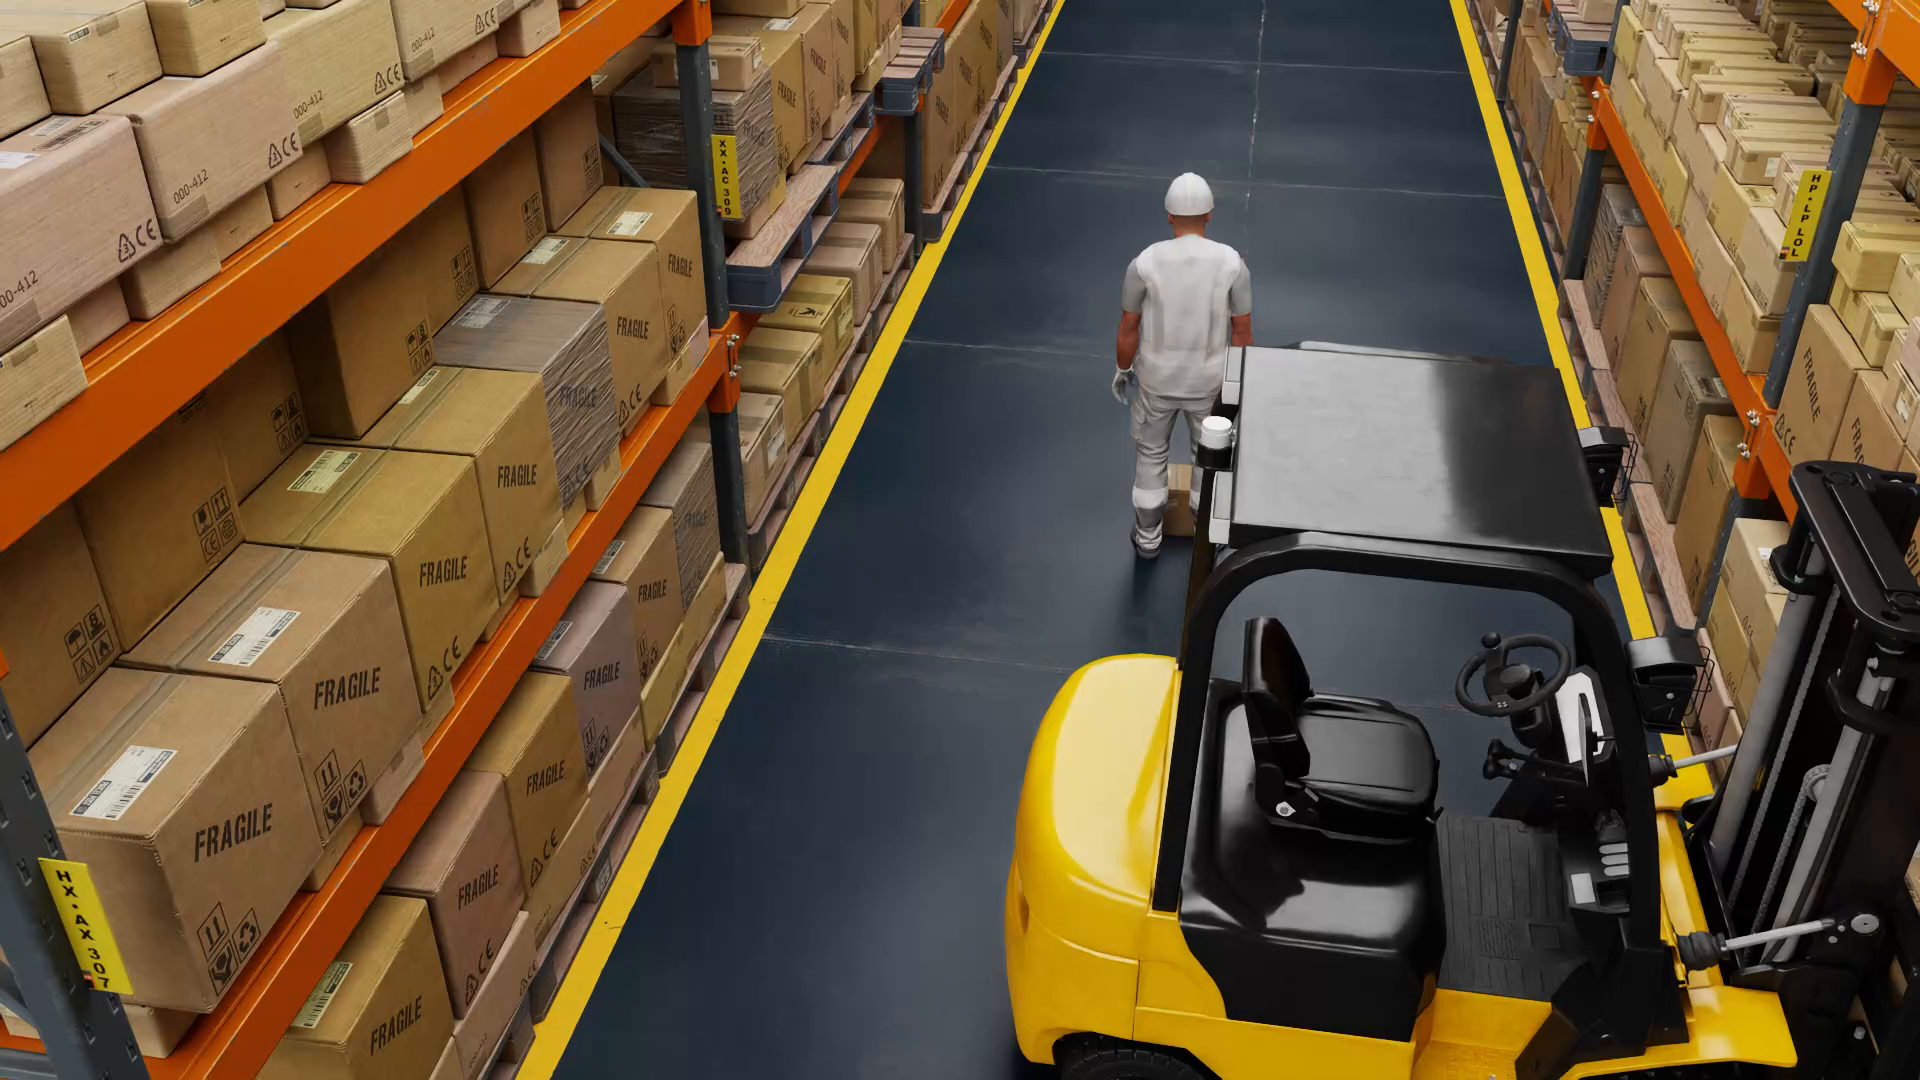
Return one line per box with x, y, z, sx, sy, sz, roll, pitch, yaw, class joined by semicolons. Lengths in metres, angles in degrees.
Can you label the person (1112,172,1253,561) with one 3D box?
0.972;-0.718;7.269;0.609;1.777;0.453;4;32;6;person
